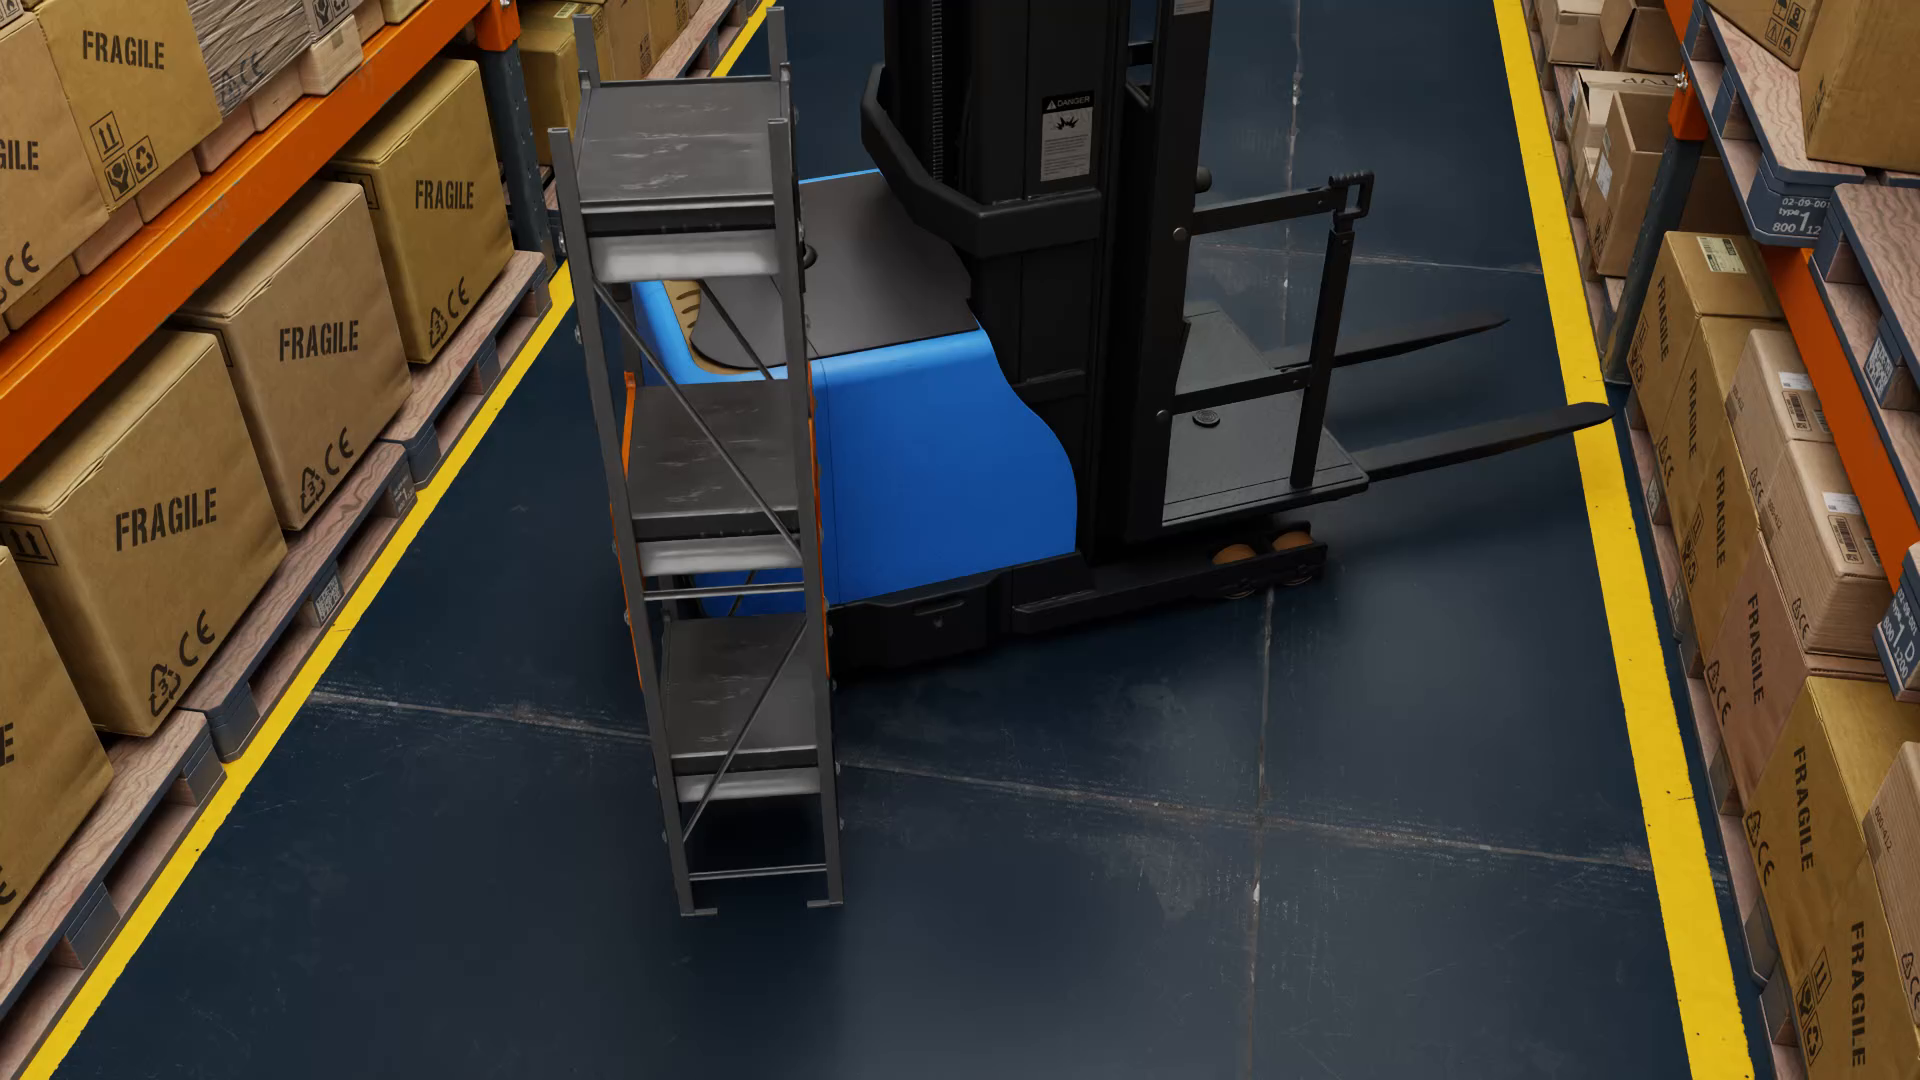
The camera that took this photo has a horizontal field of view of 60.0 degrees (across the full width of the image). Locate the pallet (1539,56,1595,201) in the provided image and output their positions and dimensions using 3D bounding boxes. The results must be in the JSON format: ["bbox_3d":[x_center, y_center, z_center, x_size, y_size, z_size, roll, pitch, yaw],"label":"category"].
[{"bbox_3d":[3.125,-1.816,7.281,1.003,0.211,1.213,6,40,8],"label":"pallet"}]

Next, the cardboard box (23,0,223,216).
[{"bbox_3d":[-2.170,-1.130,3.935,0.500,0.500,0.500,7,40,9],"label":"cardboard box"}]

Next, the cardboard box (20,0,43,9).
[{"bbox_3d":[-2.186,-1.405,3.679,0.500,0.250,0.500,6,40,7],"label":"cardboard box"}]

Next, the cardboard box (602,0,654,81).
[{"bbox_3d":[-1.763,-2.208,7.198,0.700,0.500,0.500,6,40,7],"label":"cardboard box"}]

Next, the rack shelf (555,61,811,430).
[{"bbox_3d":[-0.514,-0.573,3.218,0.431,0.518,0.480,-3,40,-4],"label":"rack shelf"}]

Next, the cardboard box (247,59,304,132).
[{"bbox_3d":[-2.068,-1.267,4.610,0.380,0.149,0.250,6,40,8],"label":"cardboard box"}]

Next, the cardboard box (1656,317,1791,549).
[{"bbox_3d":[2.391,-0.286,4.858,0.500,0.500,0.500,7,40,8],"label":"cardboard box"}]

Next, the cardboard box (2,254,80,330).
[{"bbox_3d":[-2.295,-0.628,3.838,0.380,0.149,0.250,7,40,8],"label":"cardboard box"}]

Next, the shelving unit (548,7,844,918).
[{"bbox_3d":[-0.514,-0.044,3.656,0.431,2.100,0.503,-3,40,-4],"label":"shelving unit"}]

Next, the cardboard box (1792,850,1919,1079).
[{"bbox_3d":[2.035,0.999,3.304,0.500,0.500,0.500,8,40,9],"label":"cardboard box"}]

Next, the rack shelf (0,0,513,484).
[{"bbox_3d":[-2.429,-0.704,4.312,1.077,0.370,4.000,6,40,8],"label":"rack shelf"}]

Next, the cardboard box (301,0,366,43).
[{"bbox_3d":[-1.994,-1.758,4.695,0.500,0.500,0.500,7,40,8],"label":"cardboard box"}]

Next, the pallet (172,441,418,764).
[{"bbox_3d":[-2.351,0.099,4.965,1.003,0.211,1.213,6,40,8],"label":"pallet"}]

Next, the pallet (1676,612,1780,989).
[{"bbox_3d":[2.484,0.665,4.280,1.003,0.211,1.213,6,40,8],"label":"pallet"}]

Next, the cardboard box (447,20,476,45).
[{"bbox_3d":[-2.074,-2.074,6.527,0.380,0.149,0.250,6,40,7],"label":"cardboard box"}]

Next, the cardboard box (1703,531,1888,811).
[{"bbox_3d":[2.209,0.344,4.096,0.500,0.500,0.500,5,40,6],"label":"cardboard box"}]

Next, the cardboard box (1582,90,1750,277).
[{"bbox_3d":[2.615,-1.287,6.070,0.500,0.500,0.500,6,40,8],"label":"cardboard box"}]

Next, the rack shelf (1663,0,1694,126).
[{"bbox_3d":[3.142,-2.670,6.690,1.077,0.370,4.000,6,40,8],"label":"rack shelf"}]

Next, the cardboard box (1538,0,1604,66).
[{"bbox_3d":[2.942,-2.375,7.581,0.500,0.250,0.500,6,40,8],"label":"cardboard box"}]

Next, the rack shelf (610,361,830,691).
[{"bbox_3d":[-0.514,-0.034,3.664,0.431,0.518,0.480,-3,40,-4],"label":"rack shelf"}]

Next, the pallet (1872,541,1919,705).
[{"bbox_3d":[2.152,0.459,2.492,1.213,0.211,1.003,6,40,8],"label":"pallet"}]

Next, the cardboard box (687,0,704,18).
[{"bbox_3d":[-1.587,-2.865,7.993,0.700,0.500,0.500,5,40,6],"label":"cardboard box"}]

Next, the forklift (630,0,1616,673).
[{"bbox_3d":[0.590,-1.258,4.471,3.031,2.935,1.130,-12,41,-14],"label":"forklift"}]

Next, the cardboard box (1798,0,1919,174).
[{"bbox_3d":[2.437,-1.182,3.917,0.700,0.500,0.500,12,41,15],"label":"cardboard box"}]

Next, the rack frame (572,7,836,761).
[{"bbox_3d":[-0.537,-0.199,3.843,0.400,2.100,0.015,-3,40,-4],"label":"rack frame"}]

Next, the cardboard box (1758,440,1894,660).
[{"bbox_3d":[2.213,0.032,3.886,0.500,0.250,0.500,6,40,7],"label":"cardboard box"}]

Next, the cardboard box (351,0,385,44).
[{"bbox_3d":[-1.973,-1.585,4.995,0.380,0.149,0.250,8,40,9],"label":"cardboard box"}]

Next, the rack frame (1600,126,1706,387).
[{"bbox_3d":[2.796,-1.692,4.943,1.000,3.000,0.127,6,40,8],"label":"rack frame"}]

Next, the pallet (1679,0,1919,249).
[{"bbox_3d":[2.550,-1.129,4.412,1.003,0.211,1.213,6,40,8],"label":"pallet"}]

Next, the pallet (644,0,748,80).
[{"bbox_3d":[-1.666,-2.398,7.985,1.003,0.211,1.213,6,40,8],"label":"pallet"}]

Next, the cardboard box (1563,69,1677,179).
[{"bbox_3d":[2.745,-1.685,6.699,0.500,0.311,0.500,6,40,8],"label":"cardboard box"}]

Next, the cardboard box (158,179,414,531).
[{"bbox_3d":[-2.219,-0.589,4.966,0.750,0.750,0.750,8,40,9],"label":"cardboard box"}]

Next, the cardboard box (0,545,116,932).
[{"bbox_3d":[-2.519,0.494,3.656,0.750,0.750,0.750,6,40,7],"label":"cardboard box"}]

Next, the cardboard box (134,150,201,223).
[{"bbox_3d":[-2.183,-0.946,4.221,0.380,0.149,0.250,8,40,9],"label":"cardboard box"}]

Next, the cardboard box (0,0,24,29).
[{"bbox_3d":[-2.268,-1.084,3.291,0.500,0.250,0.500,7,40,8],"label":"cardboard box"}]

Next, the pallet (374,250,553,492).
[{"bbox_3d":[-2.143,-0.669,5.894,1.003,0.211,1.213,6,40,8],"label":"pallet"}]
